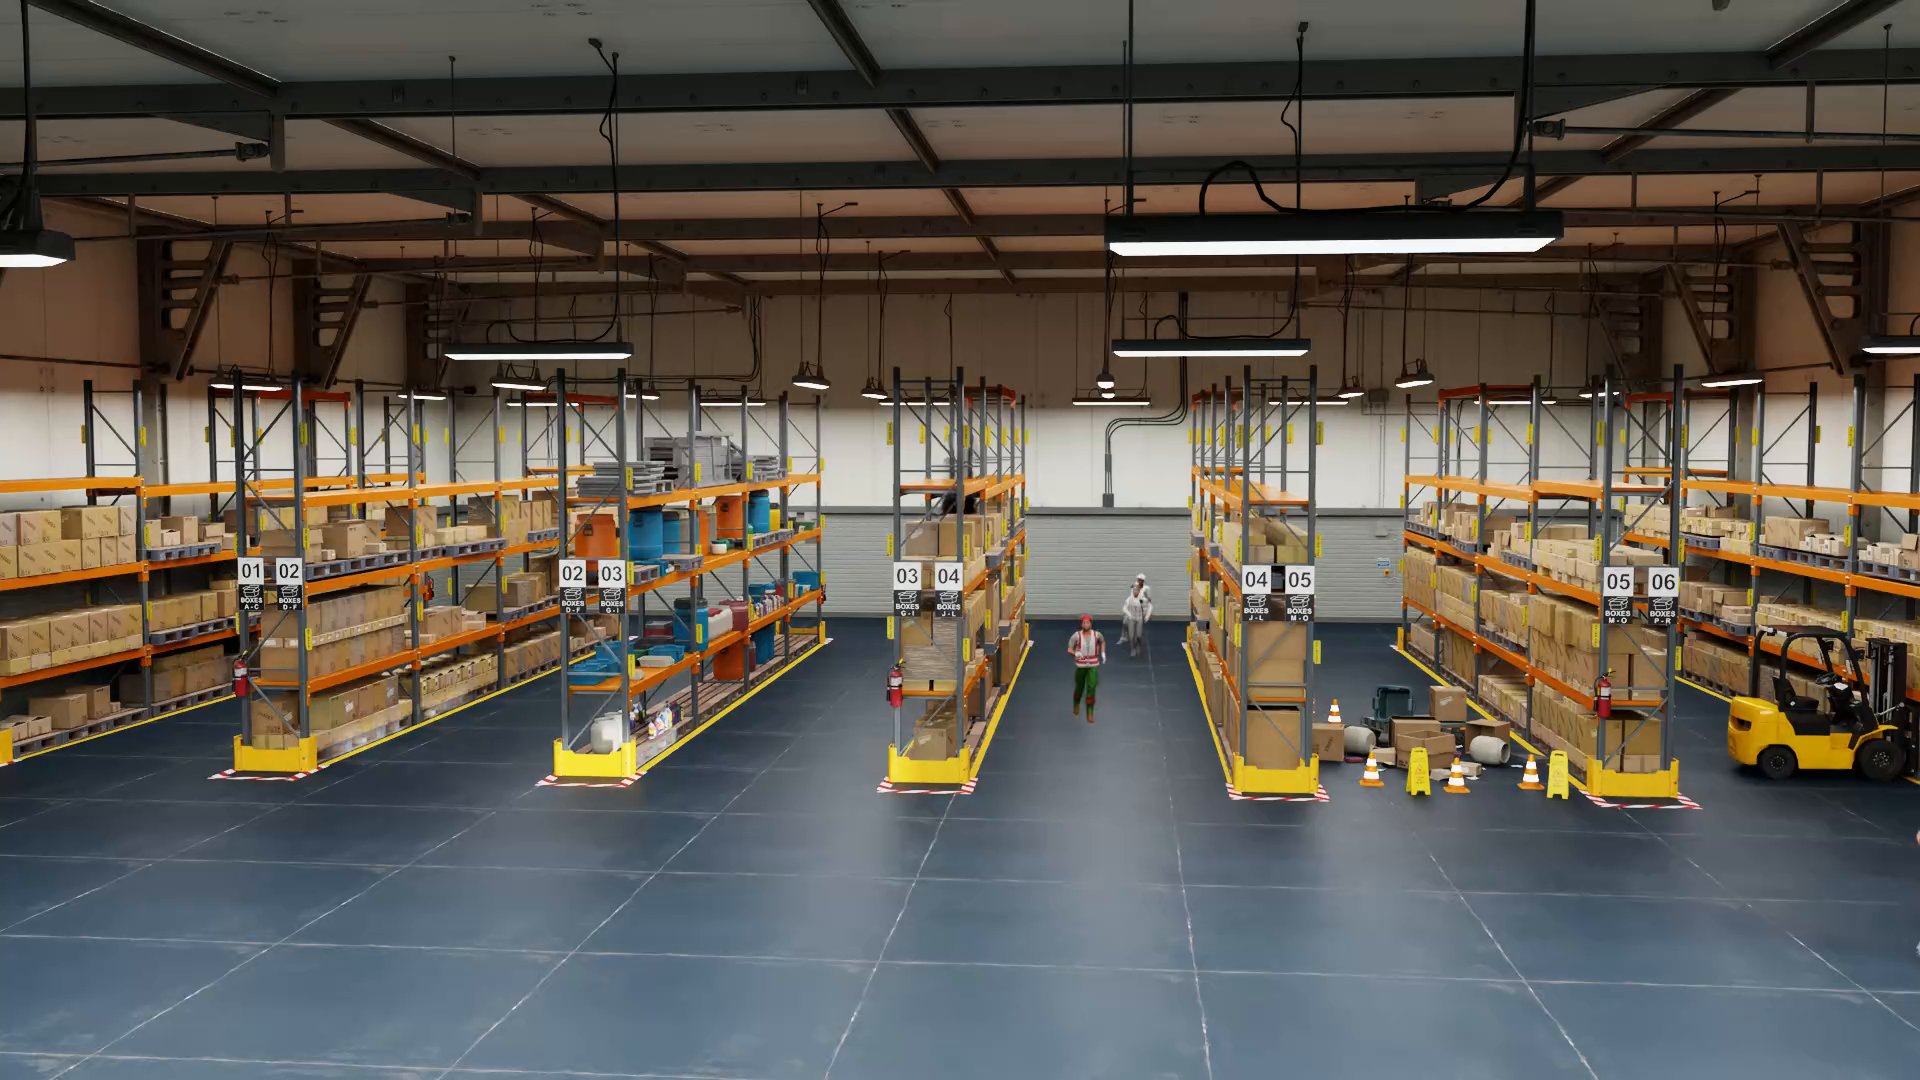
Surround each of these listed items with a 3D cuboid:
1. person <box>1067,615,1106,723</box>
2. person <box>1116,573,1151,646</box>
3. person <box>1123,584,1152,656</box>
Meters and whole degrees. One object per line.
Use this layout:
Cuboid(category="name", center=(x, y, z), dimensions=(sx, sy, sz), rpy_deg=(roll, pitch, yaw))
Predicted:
Cuboid(category="person", center=(2.173, 2.176, 28.527), dimensions=(0.669, 1.792, 0.972), rpy_deg=(0, 4, -1))
Cuboid(category="person", center=(4.240, 1.660, 39.854), dimensions=(0.835, 1.750, 0.784), rpy_deg=(2, 4, 33))
Cuboid(category="person", center=(4.027, 1.826, 37.831), dimensions=(0.658, 1.662, 0.570), rpy_deg=(1, 4, 10))
